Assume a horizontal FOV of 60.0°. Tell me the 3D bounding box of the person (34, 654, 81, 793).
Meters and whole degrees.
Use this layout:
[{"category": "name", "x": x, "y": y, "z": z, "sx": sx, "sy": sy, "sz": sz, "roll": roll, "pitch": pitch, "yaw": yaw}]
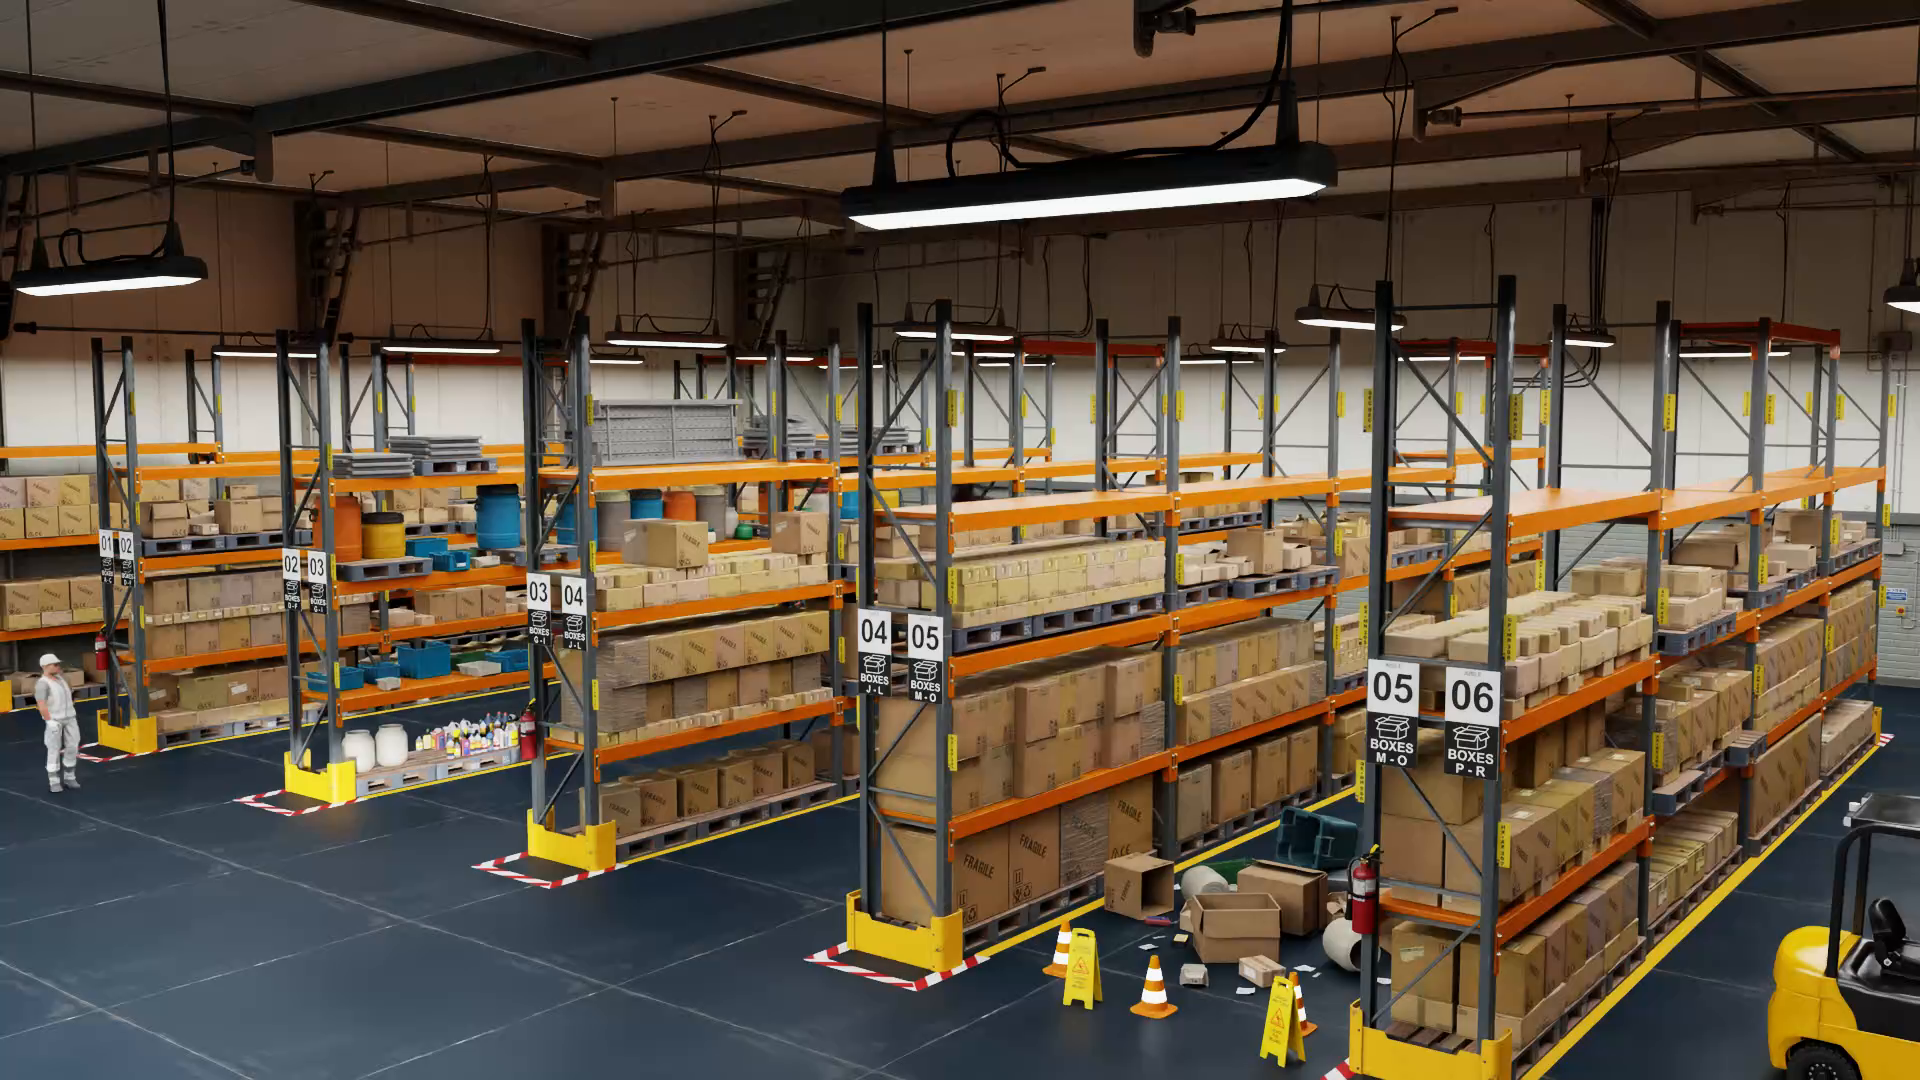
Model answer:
[{"category": "person", "x": -11.778, "y": 2.397, "z": 21.777, "sx": 0.578, "sy": 1.830, "sz": 0.619, "roll": 3, "pitch": 6, "yaw": 30}]
